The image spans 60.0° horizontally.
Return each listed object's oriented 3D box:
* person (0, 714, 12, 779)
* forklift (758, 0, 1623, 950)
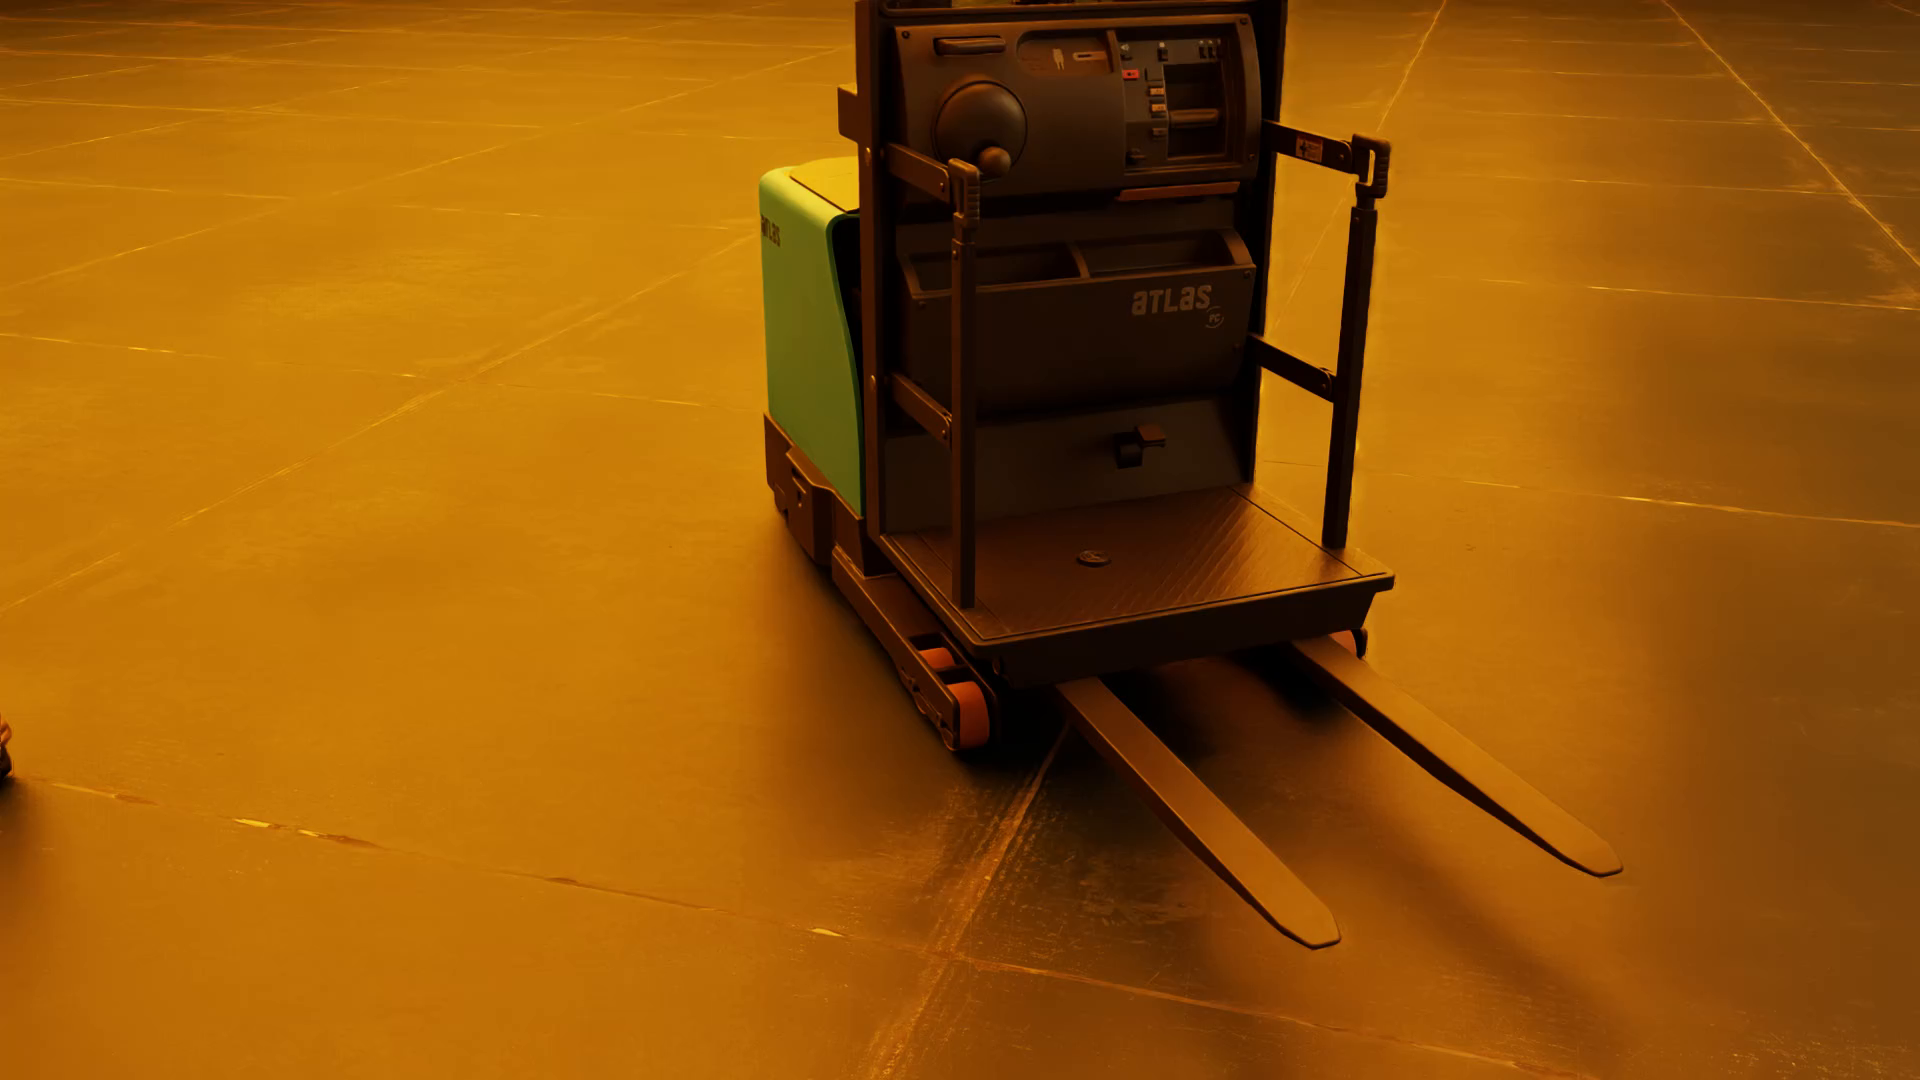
[{"bbox_3d":[-2.519,-0.182,3.363,0.756,1.701,0.943,-17,28,-35],"label":"person"},{"bbox_3d":[0.374,-1.036,3.789,1.130,2.935,3.031,-8,24,-19],"label":"forklift"}]
